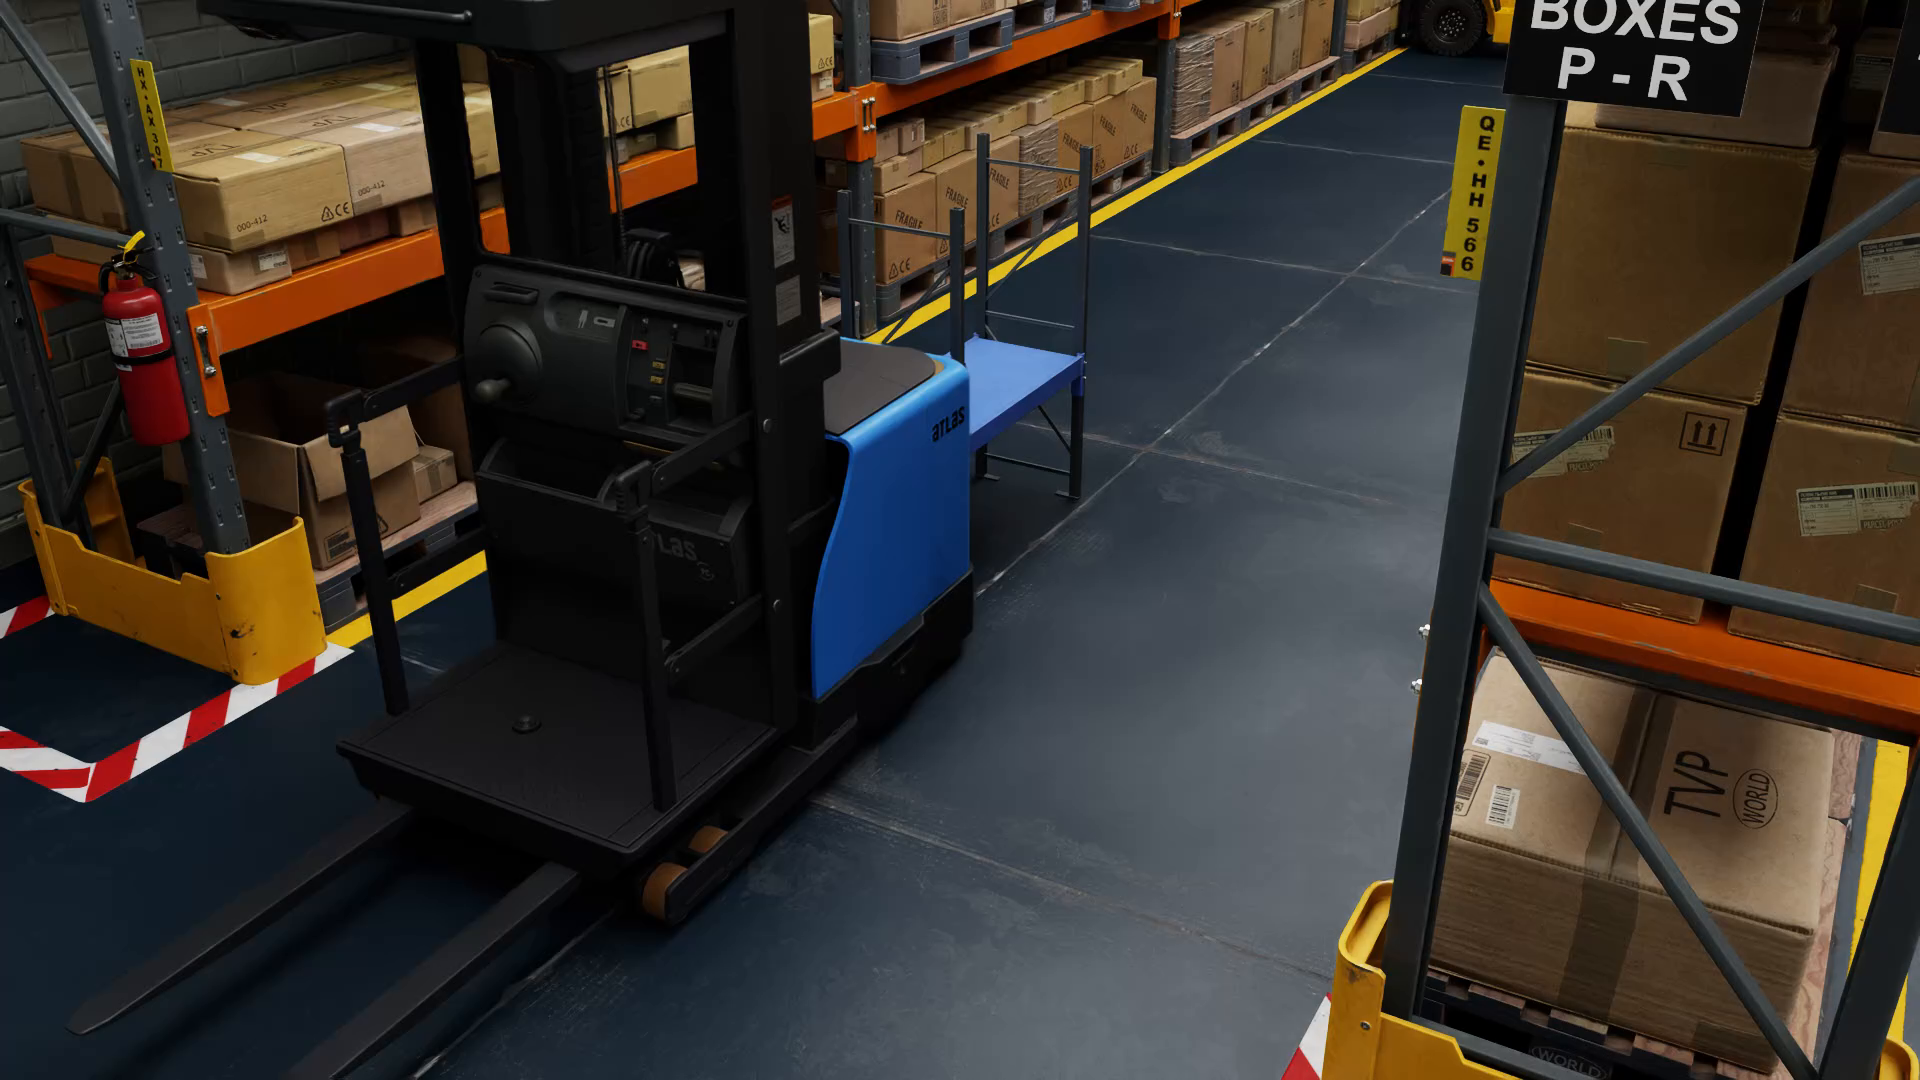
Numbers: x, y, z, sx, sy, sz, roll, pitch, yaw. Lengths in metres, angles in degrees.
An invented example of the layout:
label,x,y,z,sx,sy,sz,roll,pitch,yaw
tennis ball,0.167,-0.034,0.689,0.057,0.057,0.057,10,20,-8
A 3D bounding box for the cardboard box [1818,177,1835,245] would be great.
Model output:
label,x,y,z,sx,sy,sz,roll,pitch,yaw
cardboard box,2.451,-0.993,5.271,0.500,0.500,0.500,14,30,26

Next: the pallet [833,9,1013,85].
label,x,y,z,sx,sy,sz,roll,pitch,yaw
pallet,-0.424,-2.754,9.115,1.003,0.211,1.213,14,30,26

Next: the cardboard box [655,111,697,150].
label,x,y,z,sx,sy,sz,roll,pitch,yaw
cardboard box,-1.319,-1.845,7.366,0.380,0.149,0.250,14,30,25

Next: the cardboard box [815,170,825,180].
label,x,y,z,sx,sy,sz,roll,pitch,yaw
cardboard box,-0.928,-1.879,9.476,0.500,0.500,0.500,14,30,26

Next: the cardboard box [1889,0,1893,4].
label,x,y,z,sx,sy,sz,roll,pitch,yaw
cardboard box,2.966,-1.821,5.807,0.500,0.500,0.500,14,30,26

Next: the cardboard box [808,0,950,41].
label,x,y,z,sx,sy,sz,roll,pitch,yaw
cardboard box,-0.480,-2.924,8.660,0.700,0.500,0.500,15,30,27

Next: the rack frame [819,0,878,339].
label,x,y,z,sx,sy,sz,roll,pitch,yaw
rack frame,-0.912,-2.553,8.498,1.000,3.000,0.127,14,30,26

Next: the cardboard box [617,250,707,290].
label,x,y,z,sx,sy,sz,roll,pitch,yaw
cardboard box,-1.532,-1.010,7.741,0.700,0.500,0.500,13,29,24

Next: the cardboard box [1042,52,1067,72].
label,x,y,z,sx,sy,sz,roll,pitch,yaw
cardboard box,0.528,-3.337,11.664,0.380,0.149,0.250,16,31,29

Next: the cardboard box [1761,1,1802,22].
label,x,y,z,sx,sy,sz,roll,pitch,yaw
cardboard box,1.603,-1.091,3.626,0.380,0.149,0.250,14,30,26

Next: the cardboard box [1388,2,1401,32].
label,x,y,z,sx,sy,sz,roll,pitch,yaw
cardboard box,4.025,-5.149,16.288,0.500,0.250,0.500,15,30,27

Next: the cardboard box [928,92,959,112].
label,x,y,z,sx,sy,sz,roll,pitch,yaw
cardboard box,-0.232,-2.725,10.442,0.380,0.149,0.250,13,29,24

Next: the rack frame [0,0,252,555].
label,x,y,z,sx,sy,sz,roll,pitch,yaw
rack frame,-2.880,-0.994,5.384,1.000,3.000,0.127,14,30,26

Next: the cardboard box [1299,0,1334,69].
label,x,y,z,sx,sy,sz,roll,pitch,yaw
cardboard box,2.776,-4.590,14.753,0.875,0.625,0.625,16,31,28

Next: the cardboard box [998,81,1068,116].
label,x,y,z,sx,sy,sz,roll,pitch,yaw
cardboard box,0.466,-2.827,10.645,0.380,0.149,0.250,14,30,25

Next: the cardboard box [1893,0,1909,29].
label,x,y,z,sx,sy,sz,roll,pitch,yaw
cardboard box,2.351,-1.176,3.794,0.380,0.149,0.250,15,30,27

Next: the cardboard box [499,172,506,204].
label,x,y,z,sx,sy,sz,roll,pitch,yaw
cardboard box,-1.802,-1.440,6.557,0.380,0.149,0.250,13,30,25

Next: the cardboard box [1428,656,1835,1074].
label,x,y,z,sx,sy,sz,roll,pitch,yaw
cardboard box,1.681,0.777,4.241,0.875,0.438,0.875,13,29,24

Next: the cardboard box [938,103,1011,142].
label,x,y,z,sx,sy,sz,roll,pitch,yaw
cardboard box,0.084,-2.517,10.025,0.380,0.149,0.250,15,30,28

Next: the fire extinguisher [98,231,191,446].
label,x,y,z,sx,sy,sz,roll,pitch,yaw
fire extinguisher,-2.550,-0.633,5.167,0.296,0.674,0.183,14,30,26

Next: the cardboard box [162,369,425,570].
label,x,y,z,sx,sy,sz,roll,pitch,yaw
cardboard box,-2.497,-0.283,6.283,0.797,0.503,0.637,13,29,24

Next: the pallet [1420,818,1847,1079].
label,x,y,z,sx,sy,sz,roll,pitch,yaw
pallet,1.769,1.016,4.485,1.003,0.211,1.213,14,30,26

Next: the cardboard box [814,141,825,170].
label,x,y,z,sx,sy,sz,roll,pitch,yaw
cardboard box,-0.857,-2.223,9.439,0.380,0.149,0.250,14,30,26

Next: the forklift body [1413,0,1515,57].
label,x,y,z,sx,sy,sz,roll,pitch,yaw
forklift body,5.646,-5.709,15.752,2.313,2.155,1.214,14,30,26

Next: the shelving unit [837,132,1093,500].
label,x,y,z,sx,sy,sz,roll,pitch,yaw
shelving unit,0.042,-0.704,6.481,0.538,1.500,1.048,14,30,26

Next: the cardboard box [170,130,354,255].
label,x,y,z,sx,sy,sz,roll,pitch,yaw
cardboard box,-2.422,-1.177,5.586,0.500,0.250,0.500,14,30,26

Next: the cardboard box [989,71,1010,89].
label,x,y,z,sx,sy,sz,roll,pitch,yaw
cardboard box,0.106,-3.039,11.069,0.380,0.149,0.250,13,29,24

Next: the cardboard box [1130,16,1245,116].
label,x,y,z,sx,sy,sz,roll,pitch,yaw
cardboard box,1.689,-3.734,13.042,0.875,0.625,0.625,15,30,28

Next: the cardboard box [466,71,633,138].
label,x,y,z,sx,sy,sz,roll,pitch,yaw
cardboard box,-1.695,-1.776,6.782,0.500,0.250,0.500,13,30,25

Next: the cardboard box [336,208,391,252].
label,x,y,z,sx,sy,sz,roll,pitch,yaw
cardboard box,-2.296,-1.168,6.014,0.380,0.149,0.250,14,30,25

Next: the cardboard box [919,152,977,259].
label,x,y,z,sx,sy,sz,roll,pitch,yaw
cardboard box,-0.225,-1.971,9.660,0.500,0.500,0.500,14,30,25

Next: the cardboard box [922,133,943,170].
label,x,y,z,sx,sy,sz,roll,pitch,yaw
cardboard box,-0.319,-2.221,9.435,0.380,0.149,0.250,13,29,23

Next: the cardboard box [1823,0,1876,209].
label,x,y,z,sx,sy,sz,roll,pitch,yaw
cardboard box,2.200,-1.232,4.631,0.500,0.500,0.500,14,30,26

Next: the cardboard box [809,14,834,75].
label,x,y,z,sx,sy,sz,roll,pitch,yaw
cardboard box,-0.950,-2.366,7.961,0.500,0.250,0.500,15,30,27

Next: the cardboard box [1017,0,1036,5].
label,x,y,z,sx,sy,sz,roll,pitch,yaw
cardboard box,0.161,-3.432,9.674,0.700,0.500,0.500,14,30,26

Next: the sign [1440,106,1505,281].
label,x,y,z,sx,sy,sz,roll,pitch,yaw
sign,0.978,-0.651,3.141,0.100,0.325,0.005,14,30,26

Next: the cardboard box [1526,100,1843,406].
label,x,y,z,sx,sy,sz,roll,pitch,yaw
cardboard box,1.473,-0.634,3.437,0.500,0.500,0.500,15,30,28

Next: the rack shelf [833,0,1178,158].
label,x,y,z,sx,sy,sz,roll,pitch,yaw
rack shelf,0.072,-3.010,10.216,1.077,0.370,4.000,14,30,26

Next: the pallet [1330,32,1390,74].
label,x,y,z,sx,sy,sz,roll,pitch,yaw
pallet,3.451,-4.724,15.951,1.003,0.211,1.213,14,30,26

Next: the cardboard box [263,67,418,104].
label,x,y,z,sx,sy,sz,roll,pitch,yaw
cardboard box,-2.382,-1.690,6.610,0.500,0.250,0.500,15,30,28

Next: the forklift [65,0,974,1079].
label,x,y,z,sx,sy,sz,roll,pitch,yaw
forklift,-1.104,-0.477,4.429,1.130,2.935,3.031,14,30,26

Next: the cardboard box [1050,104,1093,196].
label,x,y,z,sx,sy,sz,roll,pitch,yaw
cardboard box,0.524,-2.572,10.860,0.500,0.500,0.500,16,31,28

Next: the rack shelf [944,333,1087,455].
label,x,y,z,sx,sy,sz,roll,pitch,yaw
rack shelf,0.042,-0.543,6.561,0.538,0.185,1.000,14,30,26

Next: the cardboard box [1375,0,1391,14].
label,x,y,z,sx,sy,sz,roll,pitch,yaw
cardboard box,3.776,-5.169,15.770,0.500,0.250,0.500,14,30,26

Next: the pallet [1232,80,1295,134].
label,x,y,z,sx,sy,sz,roll,pitch,yaw
pallet,2.096,-3.650,13.806,1.003,0.211,1.213,14,30,26

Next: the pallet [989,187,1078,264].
label,x,y,z,sx,sy,sz,roll,pitch,yaw
pallet,0.054,-2.108,10.726,1.003,0.211,1.213,14,30,26

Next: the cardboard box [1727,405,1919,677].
label,x,y,z,sx,sy,sz,roll,pitch,yaw
cardboard box,1.929,-0.071,3.428,0.500,0.500,0.500,14,30,26

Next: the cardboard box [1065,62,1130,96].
label,x,y,z,sx,sy,sz,roll,pitch,yaw
cardboard box,0.926,-3.110,11.211,0.380,0.149,0.250,13,29,23

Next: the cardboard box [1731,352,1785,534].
label,x,y,z,sx,sy,sz,roll,pitch,yaw
cardboard box,1.710,-0.385,4.057,0.500,0.500,0.500,14,30,25

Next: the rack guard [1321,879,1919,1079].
label,x,y,z,sx,sy,sz,roll,pitch,yaw
rack guard,1.432,1.225,3.744,1.175,0.500,0.348,14,30,26
